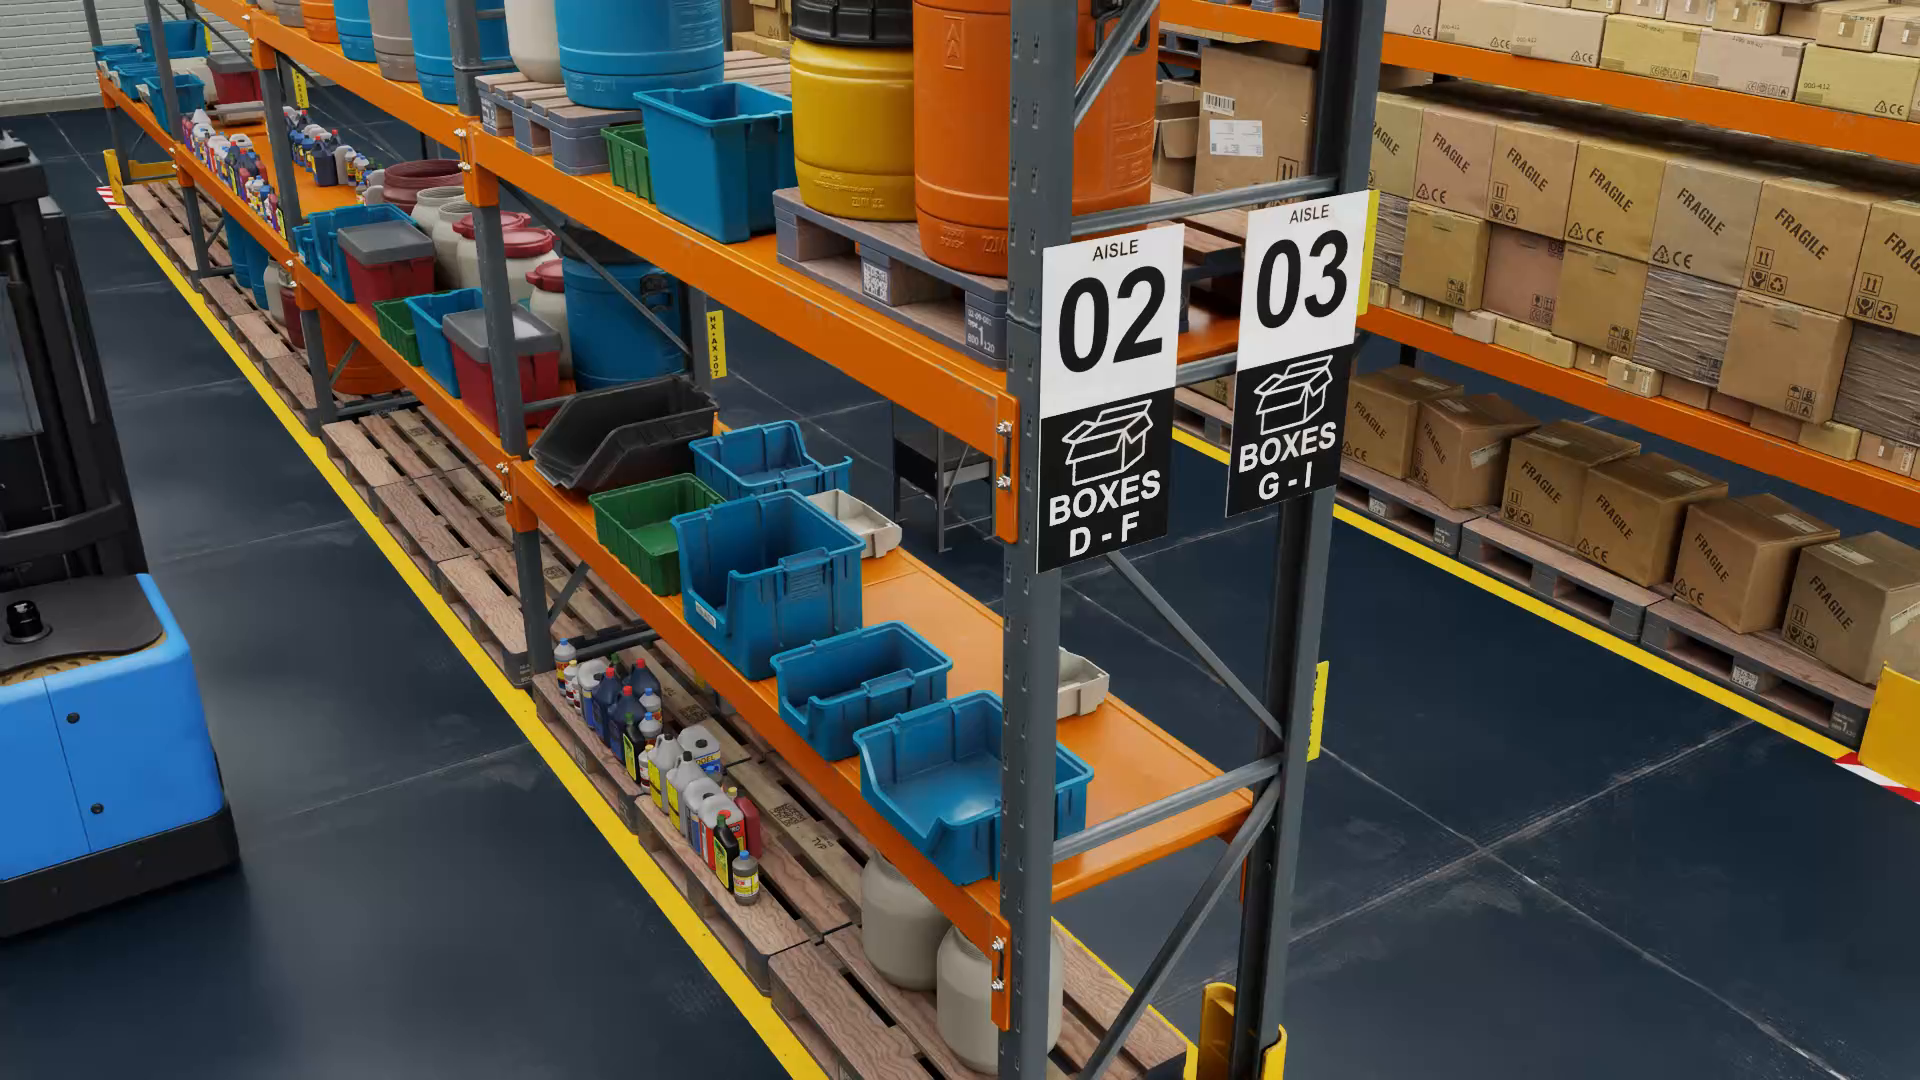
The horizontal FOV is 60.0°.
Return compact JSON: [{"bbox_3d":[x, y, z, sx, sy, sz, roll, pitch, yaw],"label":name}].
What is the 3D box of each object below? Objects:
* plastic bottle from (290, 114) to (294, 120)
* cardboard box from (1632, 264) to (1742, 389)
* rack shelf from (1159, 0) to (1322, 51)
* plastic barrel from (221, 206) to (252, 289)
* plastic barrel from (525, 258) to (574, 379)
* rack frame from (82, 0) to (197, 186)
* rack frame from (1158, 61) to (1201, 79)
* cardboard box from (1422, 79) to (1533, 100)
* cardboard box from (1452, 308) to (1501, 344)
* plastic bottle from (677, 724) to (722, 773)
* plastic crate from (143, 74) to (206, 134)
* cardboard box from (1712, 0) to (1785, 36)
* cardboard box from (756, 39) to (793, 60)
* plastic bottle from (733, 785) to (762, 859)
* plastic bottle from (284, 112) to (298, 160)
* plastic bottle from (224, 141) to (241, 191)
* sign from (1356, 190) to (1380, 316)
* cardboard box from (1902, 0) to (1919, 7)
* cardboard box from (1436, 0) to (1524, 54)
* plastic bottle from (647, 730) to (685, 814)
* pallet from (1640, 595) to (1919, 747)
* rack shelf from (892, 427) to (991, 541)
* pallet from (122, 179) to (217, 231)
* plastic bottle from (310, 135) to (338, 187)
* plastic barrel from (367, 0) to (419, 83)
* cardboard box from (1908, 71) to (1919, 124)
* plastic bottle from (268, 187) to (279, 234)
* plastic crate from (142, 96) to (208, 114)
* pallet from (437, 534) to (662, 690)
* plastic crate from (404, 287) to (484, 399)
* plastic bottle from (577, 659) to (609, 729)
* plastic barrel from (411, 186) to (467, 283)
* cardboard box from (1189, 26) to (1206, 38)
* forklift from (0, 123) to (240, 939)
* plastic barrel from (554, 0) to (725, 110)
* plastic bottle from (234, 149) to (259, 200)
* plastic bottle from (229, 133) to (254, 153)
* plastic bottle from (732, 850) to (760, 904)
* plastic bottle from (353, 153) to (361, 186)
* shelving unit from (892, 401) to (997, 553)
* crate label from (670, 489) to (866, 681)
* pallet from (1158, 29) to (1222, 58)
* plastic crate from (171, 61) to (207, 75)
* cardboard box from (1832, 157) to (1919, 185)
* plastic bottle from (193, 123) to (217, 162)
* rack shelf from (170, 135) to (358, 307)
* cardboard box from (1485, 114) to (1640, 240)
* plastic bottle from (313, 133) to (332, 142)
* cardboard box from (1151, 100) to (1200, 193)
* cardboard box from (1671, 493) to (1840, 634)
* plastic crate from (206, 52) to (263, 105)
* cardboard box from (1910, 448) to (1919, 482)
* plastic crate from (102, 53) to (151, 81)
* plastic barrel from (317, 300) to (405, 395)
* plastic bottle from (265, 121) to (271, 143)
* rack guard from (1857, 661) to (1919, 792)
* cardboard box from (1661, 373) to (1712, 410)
[{"bbox_3d":[-5.309,-3.281,13.332,0.152,0.276,0.135,-16,29,-30],"label":"plastic bottle"},{"bbox_3d":[3.819,-1.118,8.139,0.875,0.500,0.500,-16,29,-30],"label":"cardboard box"},{"bbox_3d":[1.431,-3.573,11.133,1.077,0.370,4.000,-16,29,-30],"label":"rack shelf"},{"bbox_3d":[-5.711,-2.576,13.659,0.600,0.901,0.708,-16,29,-30],"label":"plastic barrel"},{"bbox_3d":[-1.965,-1.127,8.464,0.433,0.535,0.433,0,25,0],"label":"plastic barrel"},{"bbox_3d":[-8.178,-4.964,16.752,1.000,3.000,0.127,-16,29,-30],"label":"rack frame"},{"bbox_3d":[2.367,-5.807,18.538,1.000,3.000,0.127,-16,29,-30],"label":"rack frame"},{"bbox_3d":[2.999,-2.361,9.601,0.500,0.500,0.500,-16,29,-30],"label":"cardboard box"},{"bbox_3d":[2.920,-1.204,9.081,0.380,0.149,0.250,-16,29,-30],"label":"cardboard box"},{"bbox_3d":[-1.088,0.922,6.958,0.152,0.276,0.135,-16,29,-30],"label":"plastic bottle"},{"bbox_3d":[-6.535,-3.641,13.897,0.392,0.384,0.575,-16,29,-30],"label":"plastic crate"},{"bbox_3d":[3.589,-2.358,7.426,0.380,0.149,0.250,-17,30,-32],"label":"cardboard box"},{"bbox_3d":[-1.527,-4.330,15.292,0.500,0.500,0.500,-15,29,-29],"label":"cardboard box"},{"bbox_3d":[-0.839,1.112,6.548,0.061,0.283,0.133,-16,29,-30],"label":"plastic bottle"},{"bbox_3d":[-5.238,-3.159,12.986,0.144,0.351,0.185,-16,29,-30],"label":"plastic bottle"},{"bbox_3d":[-5.238,-2.715,12.045,0.144,0.351,0.185,-16,29,-30],"label":"plastic bottle"},{"bbox_3d":[1.020,-0.728,4.255,0.100,0.325,0.005,-16,29,-30],"label":"sign"},{"bbox_3d":[4.360,-2.308,7.320,0.380,0.149,0.250,-14,29,-28],"label":"cardboard box"},{"bbox_3d":[2.847,-2.706,8.631,0.500,0.250,0.500,-16,30,-30],"label":"cardboard box"},{"bbox_3d":[-1.199,0.932,6.850,0.144,0.351,0.185,-16,30,-30],"label":"plastic bottle"},{"bbox_3d":[4.251,0.539,8.360,1.003,0.211,1.213,-16,29,-30],"label":"pallet"},{"bbox_3d":[-0.090,-0.363,9.732,0.431,0.518,0.480,-16,29,-30],"label":"rack shelf"},{"bbox_3d":[-7.760,-3.399,16.703,1.003,0.211,1.213,-16,29,-30],"label":"pallet"},{"bbox_3d":[-4.671,-2.781,12.185,0.144,0.351,0.185,-16,29,-30],"label":"plastic bottle"},{"bbox_3d":[-2.443,-2.620,7.686,0.600,0.901,0.600,0,25,0],"label":"plastic barrel"},{"bbox_3d":[4.231,-1.797,6.706,0.500,0.250,0.500,-15,29,-28],"label":"cardboard box"},{"bbox_3d":[-4.515,-2.178,10.986,0.061,0.283,0.133,-16,29,-30],"label":"plastic bottle"},{"bbox_3d":[-6.830,-3.774,14.482,0.437,0.125,0.590,-16,29,-30],"label":"plastic crate"},{"bbox_3d":[-2.088,0.317,8.831,1.003,0.211,1.213,-16,29,-30],"label":"pallet"},{"bbox_3d":[-2.490,-0.987,8.345,0.392,0.384,0.575,-16,29,-30],"label":"plastic crate"},{"bbox_3d":[-1.621,0.686,7.458,0.152,0.276,0.135,-14,29,-28],"label":"plastic bottle"},{"bbox_3d":[-3.070,-1.835,9.993,0.421,0.512,0.421,0,25,0],"label":"plastic barrel"},{"bbox_3d":[2.622,-5.357,17.387,0.380,0.149,0.250,-15,29,-29],"label":"cardboard box"},{"bbox_3d":[-4.214,-0.358,7.074,1.130,2.935,3.031,-16,30,-31],"label":"forklift"},{"bbox_3d":[-1.173,-2.064,6.016,0.600,0.901,0.708,-16,29,-30],"label":"plastic barrel"},{"bbox_3d":[-5.065,-2.601,11.804,0.144,0.351,0.185,-16,29,-30],"label":"plastic bottle"},{"bbox_3d":[-5.428,-2.927,12.582,0.152,0.276,0.135,-16,29,-30],"label":"plastic bottle"},{"bbox_3d":[-0.813,1.270,6.308,0.097,0.201,0.097,0,25,0],"label":"plastic bottle"},{"bbox_3d":[-4.321,-2.653,12.007,0.097,0.271,0.097,0,25,0],"label":"plastic bottle"},{"bbox_3d":[-0.090,-1.009,9.427,0.431,2.100,0.503,-16,29,-30],"label":"shelving unit"},{"bbox_3d":[-0.675,0.147,5.883,0.502,0.435,0.616,-16,29,-30],"label":"crate label"},{"bbox_3d":[2.662,-5.413,17.928,1.003,0.211,1.213,-16,29,-30],"label":"pallet"},{"bbox_3d":[-7.435,-4.515,16.040,0.396,0.136,0.243,-16,29,-30],"label":"plastic crate"},{"bbox_3d":[4.368,-1.468,7.709,0.500,0.500,0.500,-16,29,-30],"label":"cardboard box"},{"bbox_3d":[-5.861,-3.092,12.932,0.152,0.276,0.135,-16,29,-30],"label":"plastic bottle"},{"bbox_3d":[-4.902,-2.493,12.359,1.077,0.370,4.000,-16,29,-30],"label":"rack shelf"},{"bbox_3d":[3.102,-1.880,8.583,0.500,0.500,0.500,-16,29,-30],"label":"cardboard box"},{"bbox_3d":[-4.833,-2.970,12.672,0.152,0.276,0.135,-16,29,-30],"label":"plastic bottle"},{"bbox_3d":[1.499,-2.661,11.261,0.797,0.503,0.637,-12,28,-24],"label":"cardboard box"},{"bbox_3d":[4.025,0.112,8.436,0.500,0.500,0.500,-8,26,-16],"label":"cardboard box"},{"bbox_3d":[-6.271,-3.967,14.495,0.402,0.464,0.583,-16,29,-30],"label":"plastic crate"},{"bbox_3d":[4.378,-0.336,7.242,0.380,0.149,0.250,-16,29,-30],"label":"cardboard box"},{"bbox_3d":[-7.959,-4.515,15.926,0.416,0.233,0.300,-16,29,-30],"label":"plastic crate"},{"bbox_3d":[-4.092,-1.482,11.426,0.600,0.830,0.708,-16,29,-30],"label":"plastic barrel"},{"bbox_3d":[-5.602,-3.342,13.549,0.097,0.201,0.097,0,25,0],"label":"plastic bottle"},{"bbox_3d":[4.665,0.708,7.665,1.175,0.500,0.348,-16,29,-30],"label":"rack guard"},{"bbox_3d":[3.682,-0.779,8.181,0.380,0.149,0.250,-16,29,-30],"label":"cardboard box"}]
